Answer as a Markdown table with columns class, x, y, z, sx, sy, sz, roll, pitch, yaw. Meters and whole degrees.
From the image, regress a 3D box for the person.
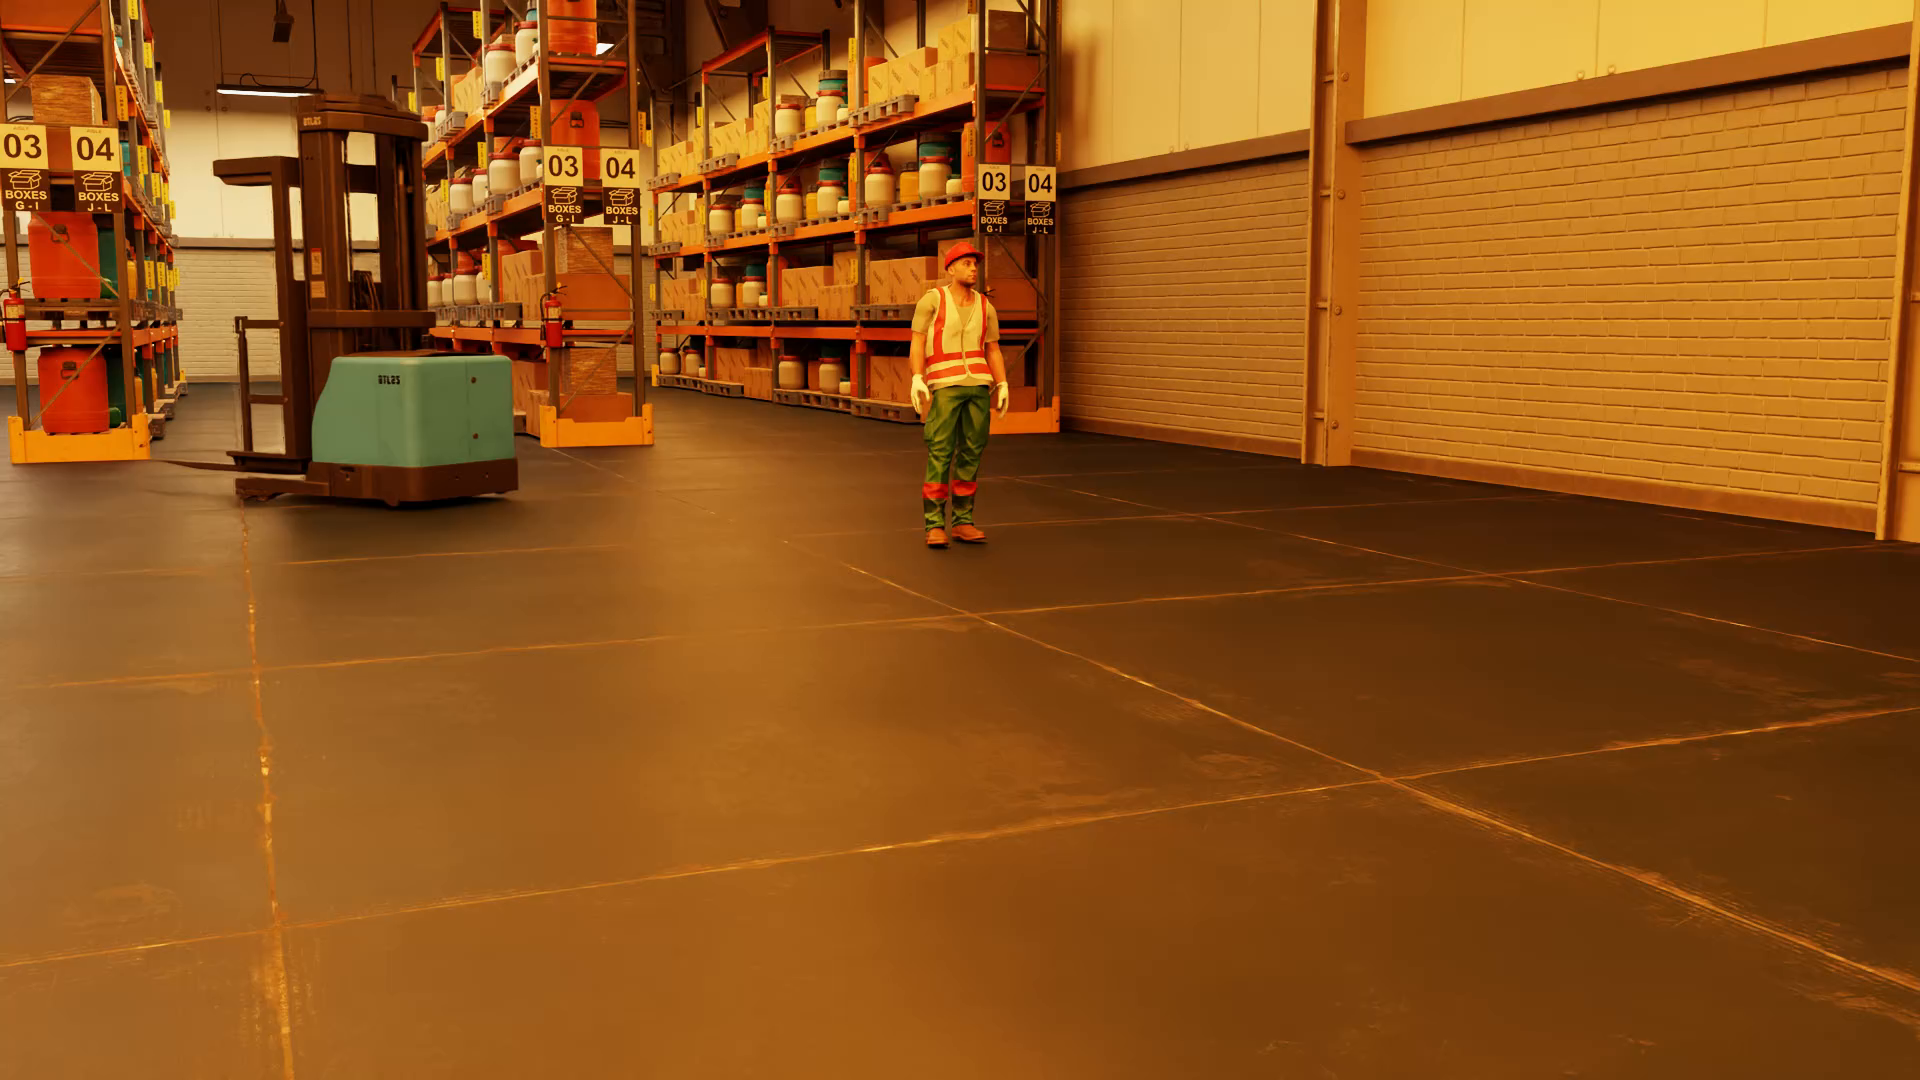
| class | x | y | z | sx | sy | sz | roll | pitch | yaw |
| --- | --- | --- | --- | --- | --- | --- | --- | --- | --- |
| person | 0.021 | -0.884 | 9.958 | 0.637 | 1.787 | 0.564 | -3 | 8 | -23 |

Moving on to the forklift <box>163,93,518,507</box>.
| class | x | y | z | sx | sy | sz | roll | pitch | yaw |
| --- | --- | --- | --- | --- | --- | --- | --- | --- | --- |
| forklift | -4.849 | -1.801 | 12.599 | 3.031 | 2.935 | 1.130 | 4 | 9 | 29 |
